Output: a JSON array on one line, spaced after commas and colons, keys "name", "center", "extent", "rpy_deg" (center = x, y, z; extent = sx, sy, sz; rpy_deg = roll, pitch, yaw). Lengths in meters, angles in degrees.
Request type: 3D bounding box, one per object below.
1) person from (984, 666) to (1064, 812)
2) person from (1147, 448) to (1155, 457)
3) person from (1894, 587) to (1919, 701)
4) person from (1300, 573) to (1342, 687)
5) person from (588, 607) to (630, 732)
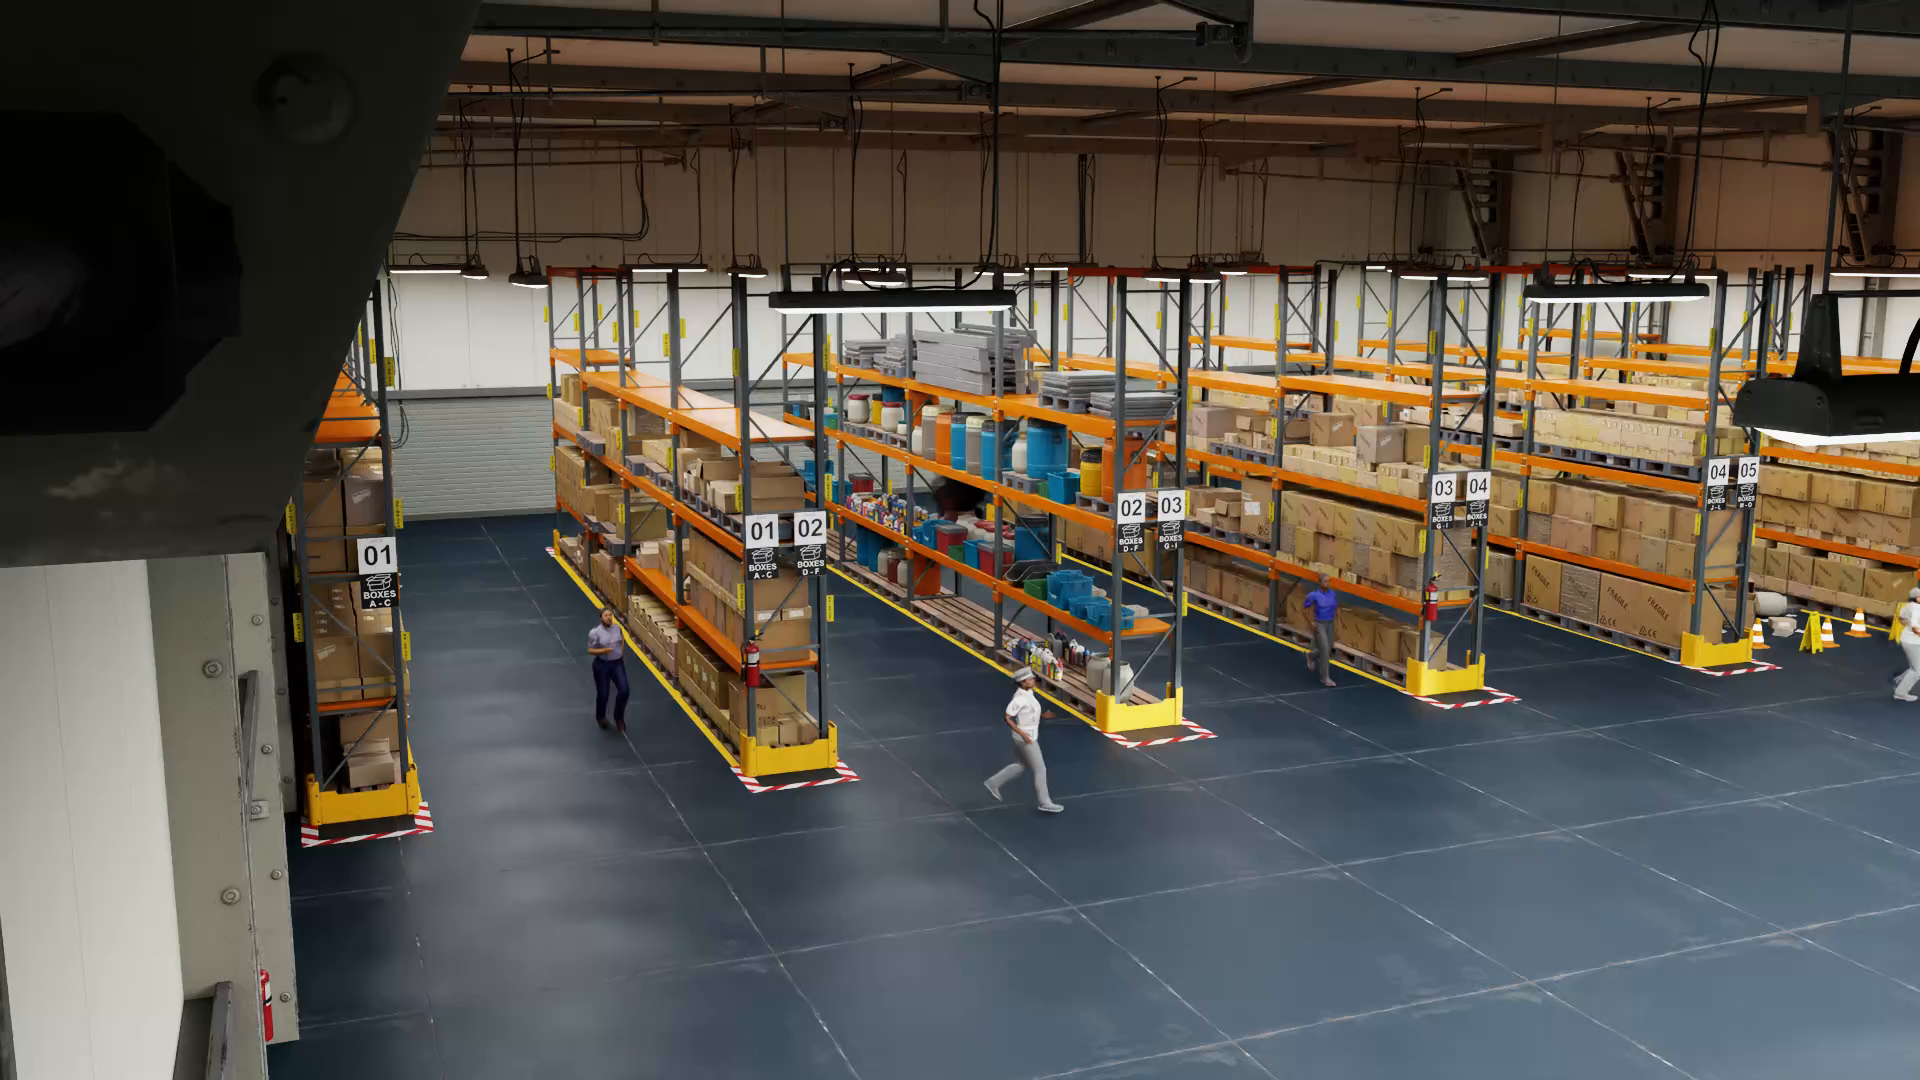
[{"name": "person", "center": [0.722, 2.245, 18.839], "extent": [0.924, 1.676, 0.565], "rpy_deg": [1, 10, 5]}, {"name": "person", "center": [4.388, -1.503, 40.156], "extent": [0.689, 1.732, 0.723], "rpy_deg": [5, 11, 27]}, {"name": "person", "center": [13.571, 1.467, 23.508], "extent": [0.550, 1.624, 0.594], "rpy_deg": [4, 11, 23]}, {"name": "person", "center": [5.321, 1.290, 24.565], "extent": [0.607, 1.631, 0.797], "rpy_deg": [-4, 11, -24]}, {"name": "person", "center": [-4.647, 1.731, 22.084], "extent": [0.582, 1.684, 0.673], "rpy_deg": [-6, 12, -32]}]
